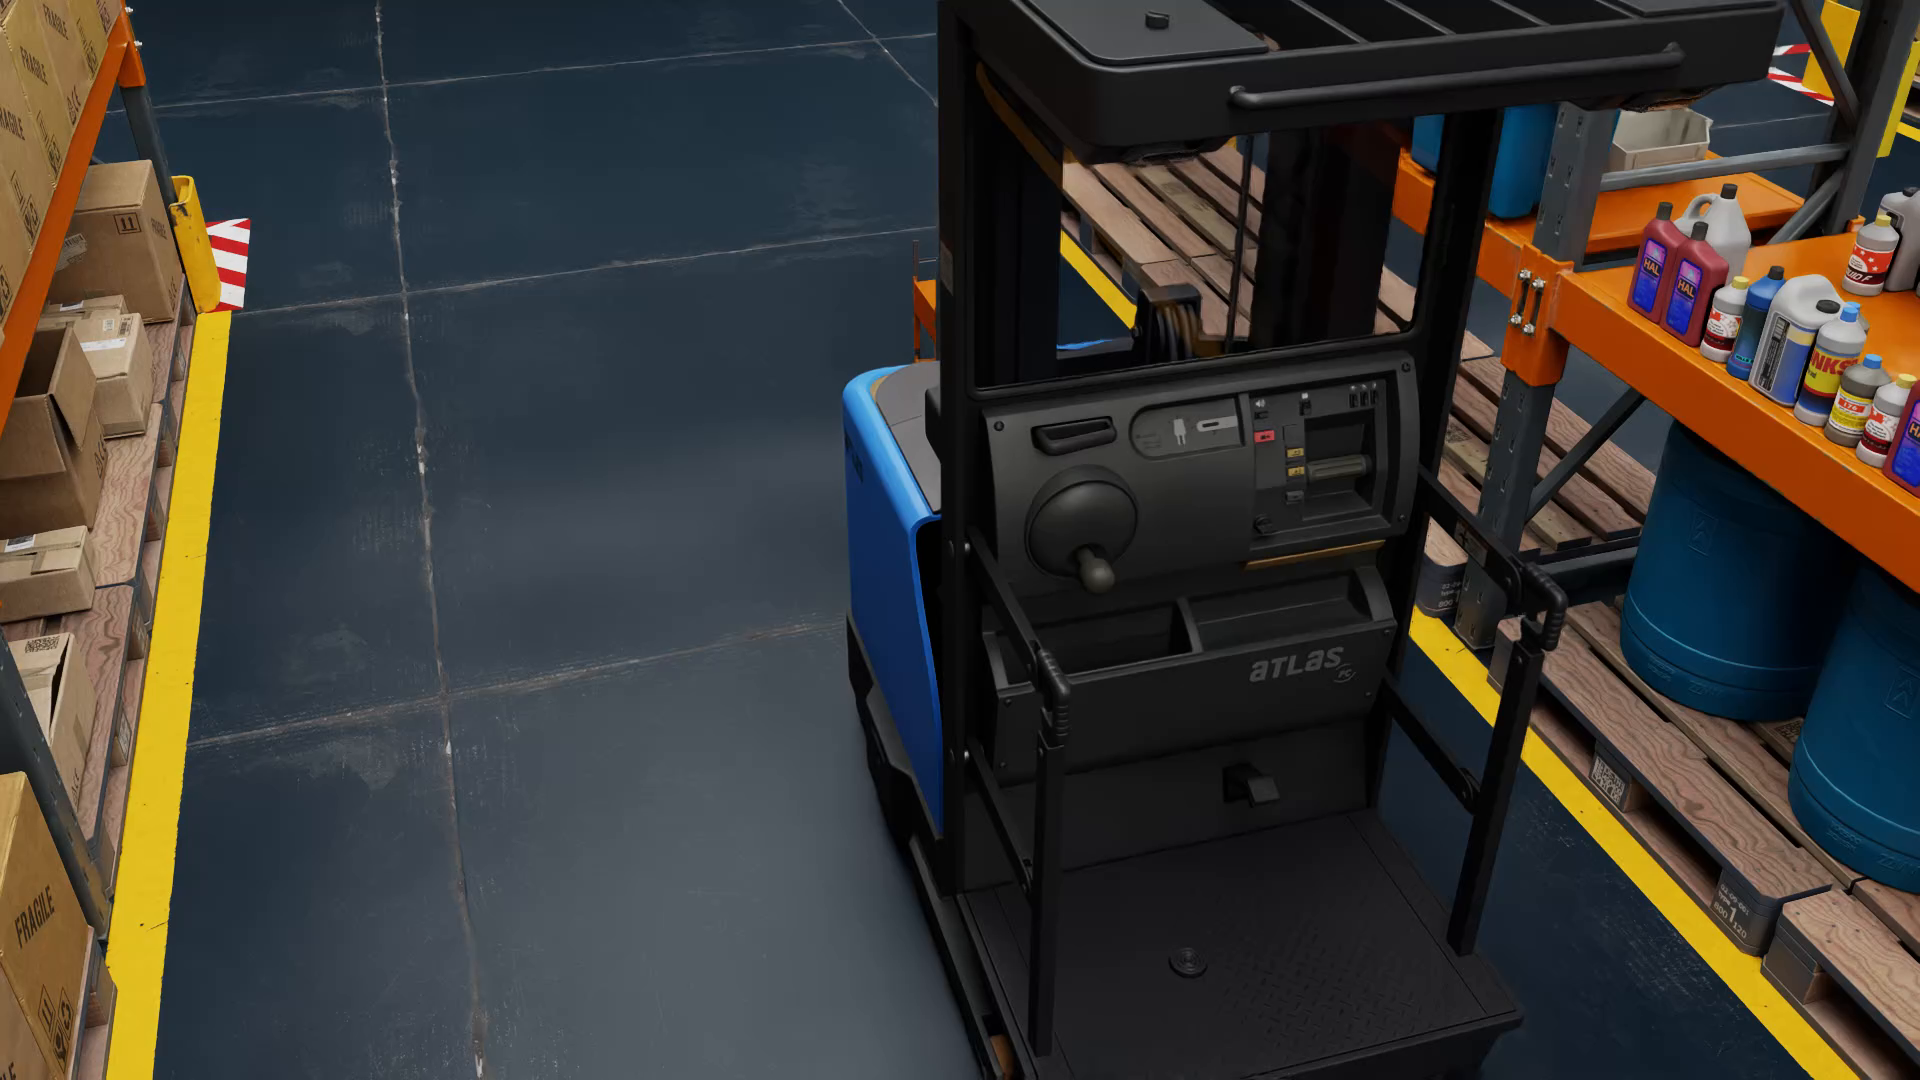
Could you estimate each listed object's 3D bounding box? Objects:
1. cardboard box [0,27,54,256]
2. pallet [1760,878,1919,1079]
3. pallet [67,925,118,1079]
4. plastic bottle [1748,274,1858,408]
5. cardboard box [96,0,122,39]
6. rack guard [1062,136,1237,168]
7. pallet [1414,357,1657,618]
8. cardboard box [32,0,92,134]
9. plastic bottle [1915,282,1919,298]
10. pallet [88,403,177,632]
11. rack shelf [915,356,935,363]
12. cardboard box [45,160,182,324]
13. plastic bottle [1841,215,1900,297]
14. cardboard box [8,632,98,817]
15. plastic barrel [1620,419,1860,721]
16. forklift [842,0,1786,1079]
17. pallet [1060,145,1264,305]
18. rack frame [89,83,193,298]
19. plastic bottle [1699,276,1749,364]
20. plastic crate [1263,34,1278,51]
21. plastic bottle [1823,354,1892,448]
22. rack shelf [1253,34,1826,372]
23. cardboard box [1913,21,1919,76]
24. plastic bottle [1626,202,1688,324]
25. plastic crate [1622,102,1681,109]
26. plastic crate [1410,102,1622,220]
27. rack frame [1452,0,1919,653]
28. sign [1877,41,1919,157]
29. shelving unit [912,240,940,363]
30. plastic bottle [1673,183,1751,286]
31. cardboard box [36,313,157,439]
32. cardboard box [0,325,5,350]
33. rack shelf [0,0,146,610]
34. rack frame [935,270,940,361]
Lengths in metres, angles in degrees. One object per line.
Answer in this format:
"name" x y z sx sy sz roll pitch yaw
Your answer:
"cardboard box" -2.858 -1.069 4.556 0.500 0.500 0.500 -10 35 -15
"pallet" 2.638 1.204 3.737 1.003 0.211 1.213 -10 35 -15
"pallet" -2.368 1.402 3.437 1.003 0.211 1.213 -10 35 -15
"plastic bottle" 1.956 -0.462 3.841 0.152 0.276 0.135 -10 35 -15
"cardboard box" -3.476 -2.135 6.169 0.500 0.500 0.500 -9 35 -13
"rack guard" 0.826 -2.081 8.446 1.175 0.500 0.348 -10 35 -15
"pallet" 1.805 -0.229 5.906 1.003 0.211 1.213 -10 35 -15
"cardboard box" -3.168 -1.600 5.360 0.500 0.500 0.500 -10 35 -14
"plastic bottle" 2.556 -0.722 4.301 0.097 0.201 0.097 0 33 0
"pallet" -3.237 -0.021 5.591 1.003 0.211 1.213 -10 35 -15
"rack shelf" -0.016 -0.457 5.509 0.215 0.259 0.240 -10 35 -15
"cardboard box" -3.472 -1.179 6.682 0.500 0.500 0.500 -10 35 -15
"plastic bottle" 2.381 -0.747 4.340 0.097 0.201 0.097 0 33 0
"cardboard box" -2.574 0.499 4.313 0.500 0.311 0.500 -10 35 -15
"plastic barrel" 2.216 -0.025 4.589 0.600 0.901 0.708 -10 35 -15
"forklift" 0.566 -0.076 3.207 1.130 2.935 3.031 -9 35 -13
"pallet" 1.061 -1.510 7.844 1.003 0.211 1.213 -10 35 -15
"rack frame" -3.872 -2.282 6.483 1.000 3.000 0.127 -10 35 -15
"plastic bottle" 1.865 -0.539 4.024 0.097 0.201 0.097 0 33 0
"plastic crate" 1.249 -1.792 5.926 0.293 0.136 0.466 -10 35 -15
"plastic bottle" 1.995 -0.315 3.685 0.097 0.201 0.097 0 33 0
"rack shelf" 1.456 -1.763 6.350 1.077 0.370 4.000 -10 35 -15
"cardboard box" 5.834 -2.912 8.983 0.875 0.875 0.875 -10 35 -15
"plastic bottle" 1.772 -0.700 4.195 0.061 0.283 0.133 -10 35 -15
"plastic crate" 2.033 -1.576 5.302 0.402 0.464 0.583 -10 35 -15
"plastic crate" 1.599 -1.219 4.835 0.392 0.384 0.575 -10 35 -15
"rack frame" 2.066 -1.013 4.563 1.000 3.000 0.127 -10 35 -15
"sign" 2.591 -1.220 4.625 0.100 0.325 0.005 -10 35 -15
"shelving unit" -0.016 -0.466 5.503 0.215 1.050 0.252 -10 35 -15
"plastic bottle" 1.877 -0.732 4.182 0.144 0.351 0.185 -10 35 -15
"cardboard box" -3.211 -0.571 5.988 0.500 0.250 0.500 -10 35 -15
"cardboard box" -2.548 -0.537 3.752 0.500 0.500 0.500 -9 35 -13
"rack shelf" -3.262 -0.932 5.092 1.077 0.370 4.000 -10 35 -15
"rack frame" 0.021 -0.402 5.406 0.200 1.050 0.008 -10 35 -15
